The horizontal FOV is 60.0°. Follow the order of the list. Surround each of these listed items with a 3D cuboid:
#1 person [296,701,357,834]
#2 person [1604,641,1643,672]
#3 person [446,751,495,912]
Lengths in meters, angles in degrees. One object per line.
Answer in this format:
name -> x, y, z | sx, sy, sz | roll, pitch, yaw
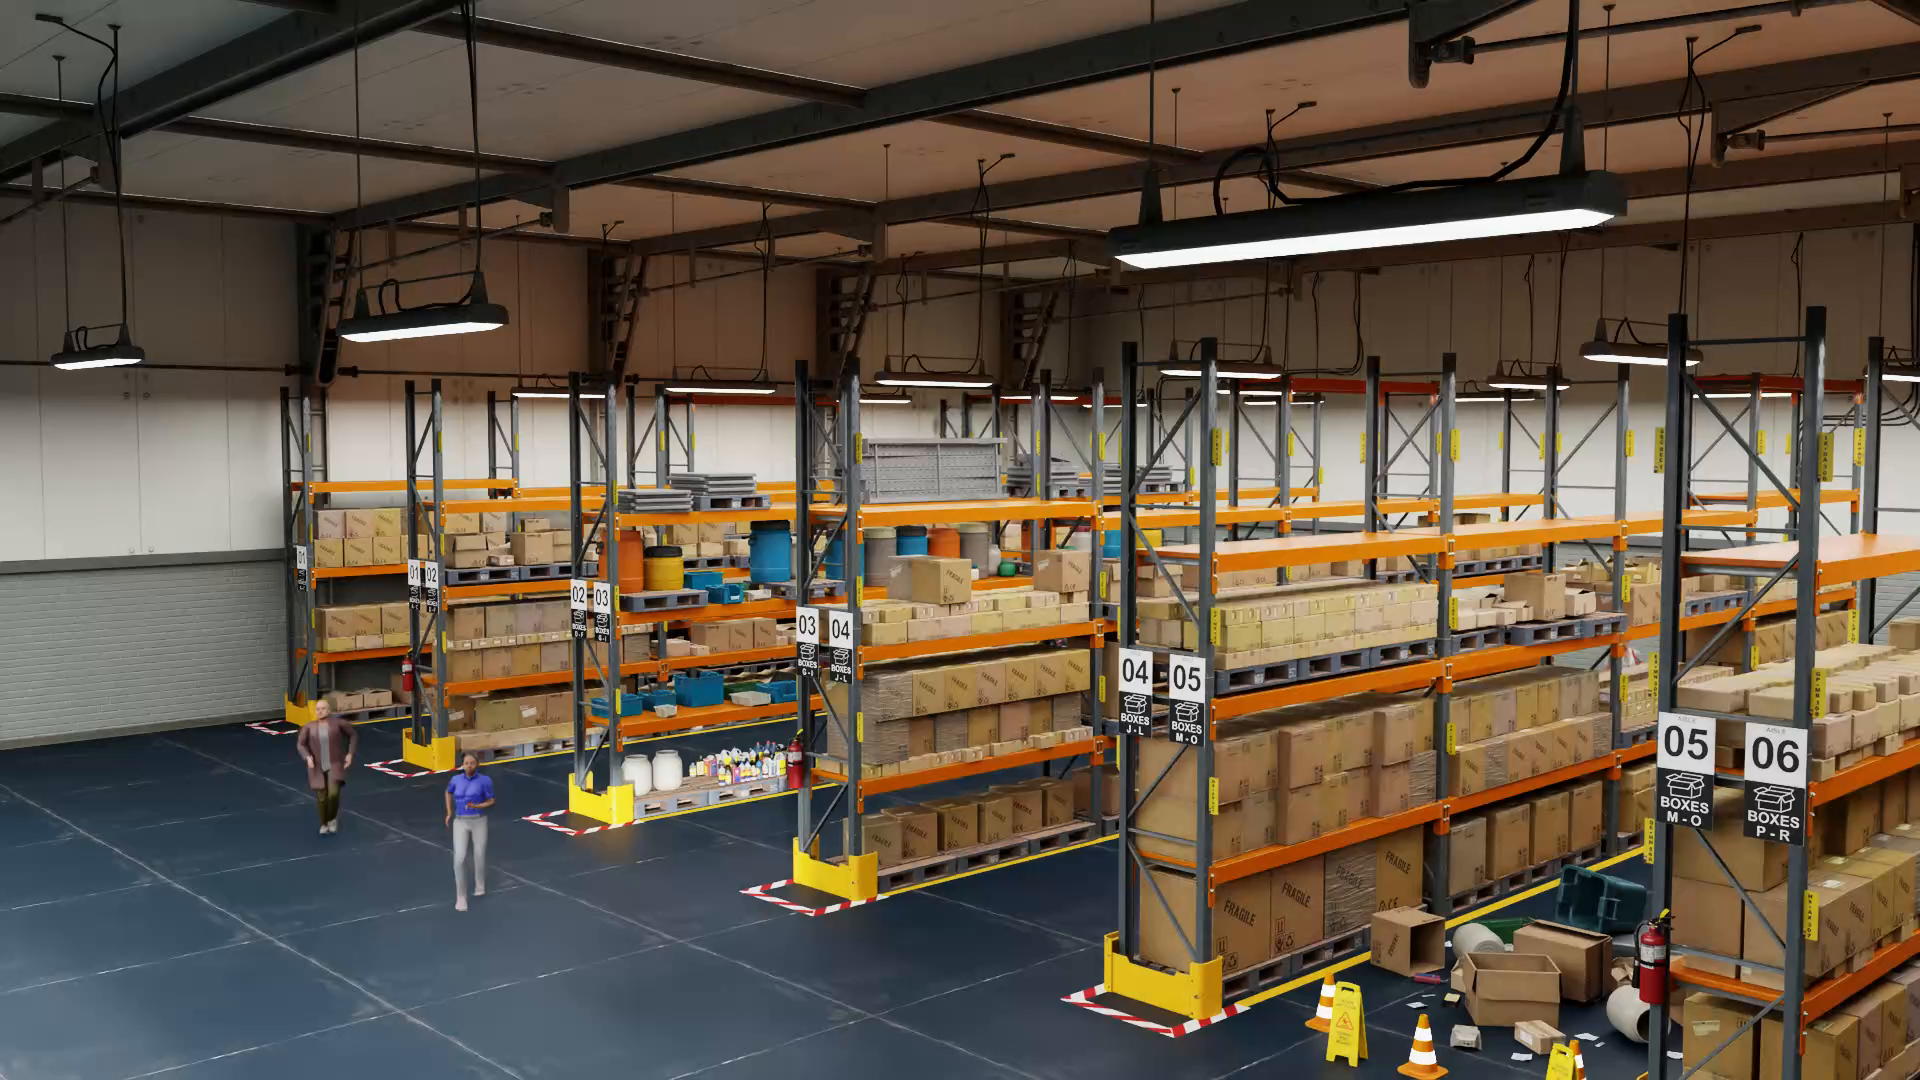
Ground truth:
person -> -8.134, 2.929, 21.337 | 0.716, 1.736, 0.646 | -1, 4, -14
person -> 11.569, 2.472, 28.941 | 0.705, 1.696, 0.697 | 0, 4, 2
person -> -5.372, 3.176, 18.244 | 0.544, 1.717, 0.756 | -1, 4, -12
